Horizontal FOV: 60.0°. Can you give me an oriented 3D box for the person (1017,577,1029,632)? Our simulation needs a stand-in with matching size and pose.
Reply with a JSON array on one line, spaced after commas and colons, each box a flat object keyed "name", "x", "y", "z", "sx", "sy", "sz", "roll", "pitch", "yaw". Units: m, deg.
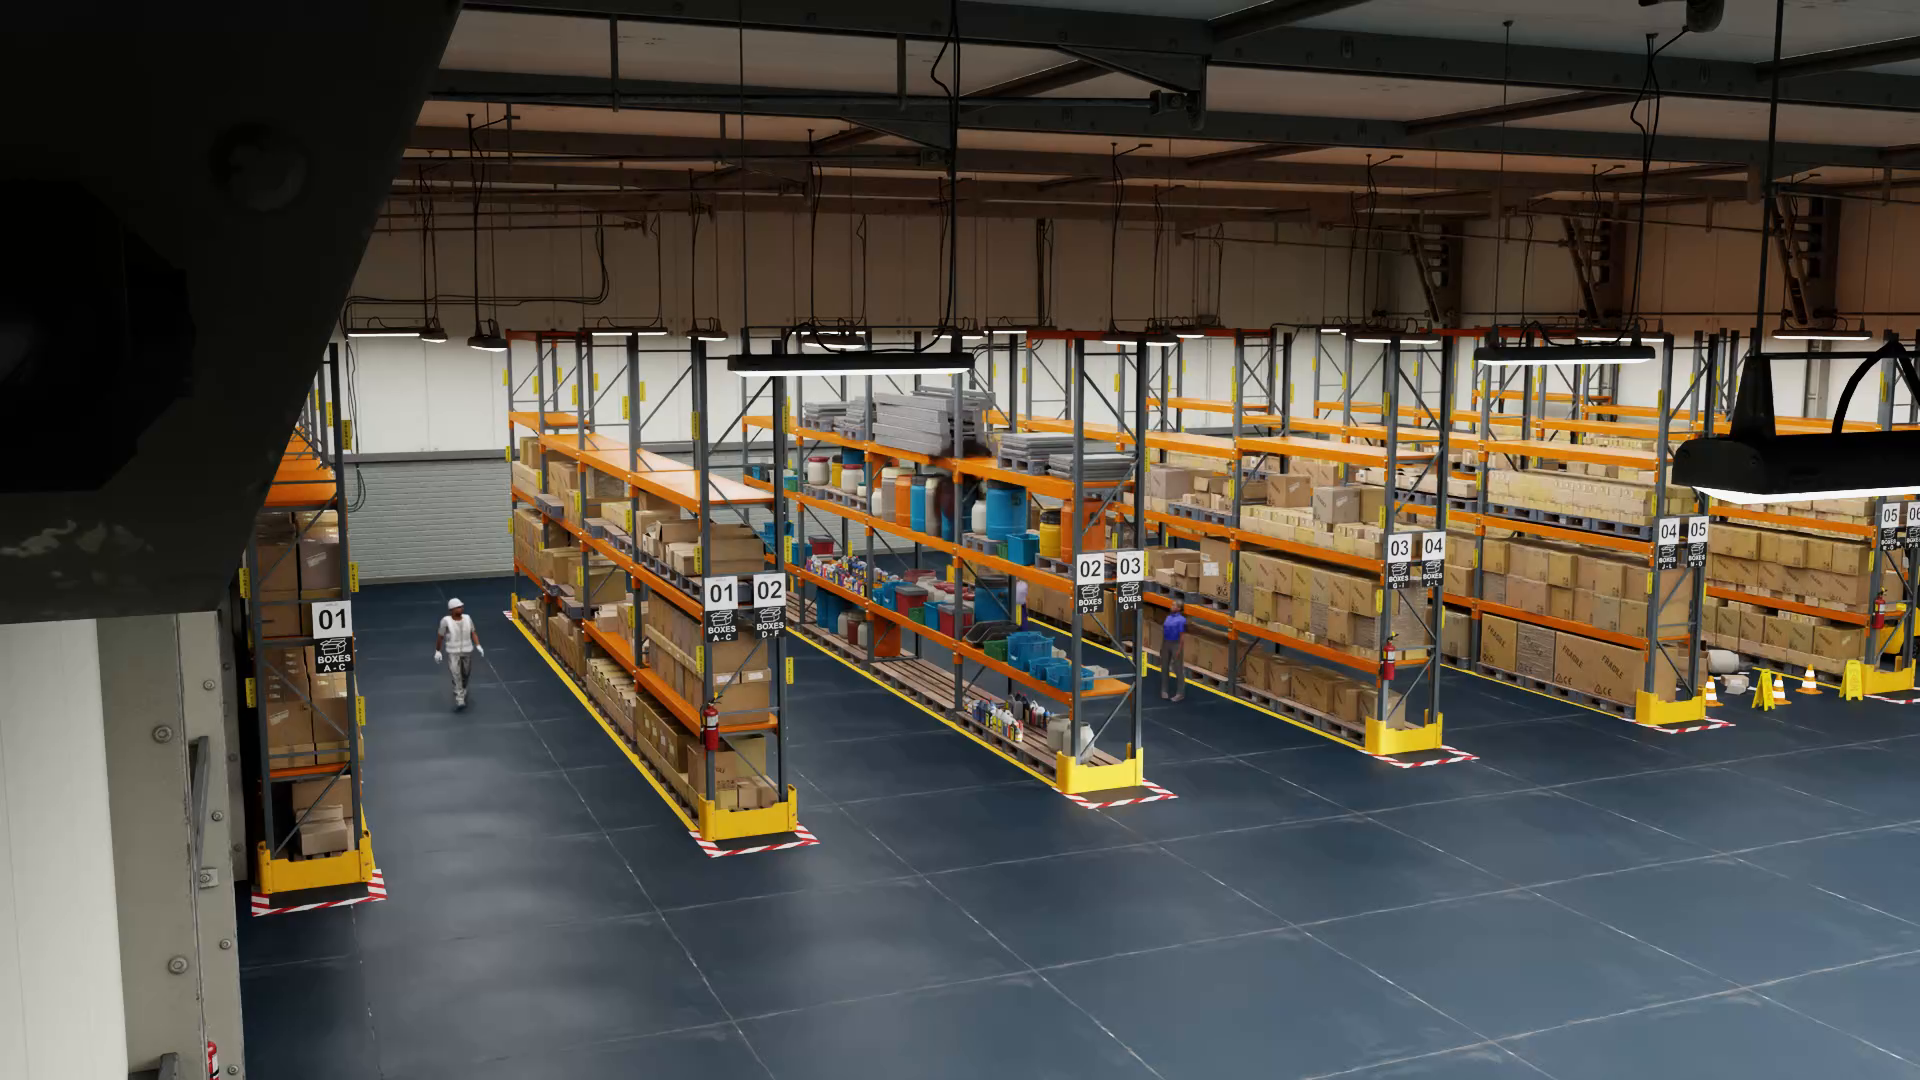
[{"name": "person", "x": 1.048, "y": 1.331, "z": 31.054, "sx": 0.541, "sy": 1.588, "sz": 0.938, "roll": -3, "pitch": 8, "yaw": -21}]

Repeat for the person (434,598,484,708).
[{"name": "person", "x": -8.130, "y": 1.811, "z": 26.975, "sx": 0.748, "sy": 1.737, "sz": 1.092, "roll": -4, "pitch": 9, "yaw": -27}]

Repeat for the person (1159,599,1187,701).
[{"name": "person", "x": 3.502, "y": 1.804, "z": 27.408, "sx": 0.464, "sy": 1.657, "sz": 0.386, "roll": 5, "pitch": 9, "yaw": 32}]
